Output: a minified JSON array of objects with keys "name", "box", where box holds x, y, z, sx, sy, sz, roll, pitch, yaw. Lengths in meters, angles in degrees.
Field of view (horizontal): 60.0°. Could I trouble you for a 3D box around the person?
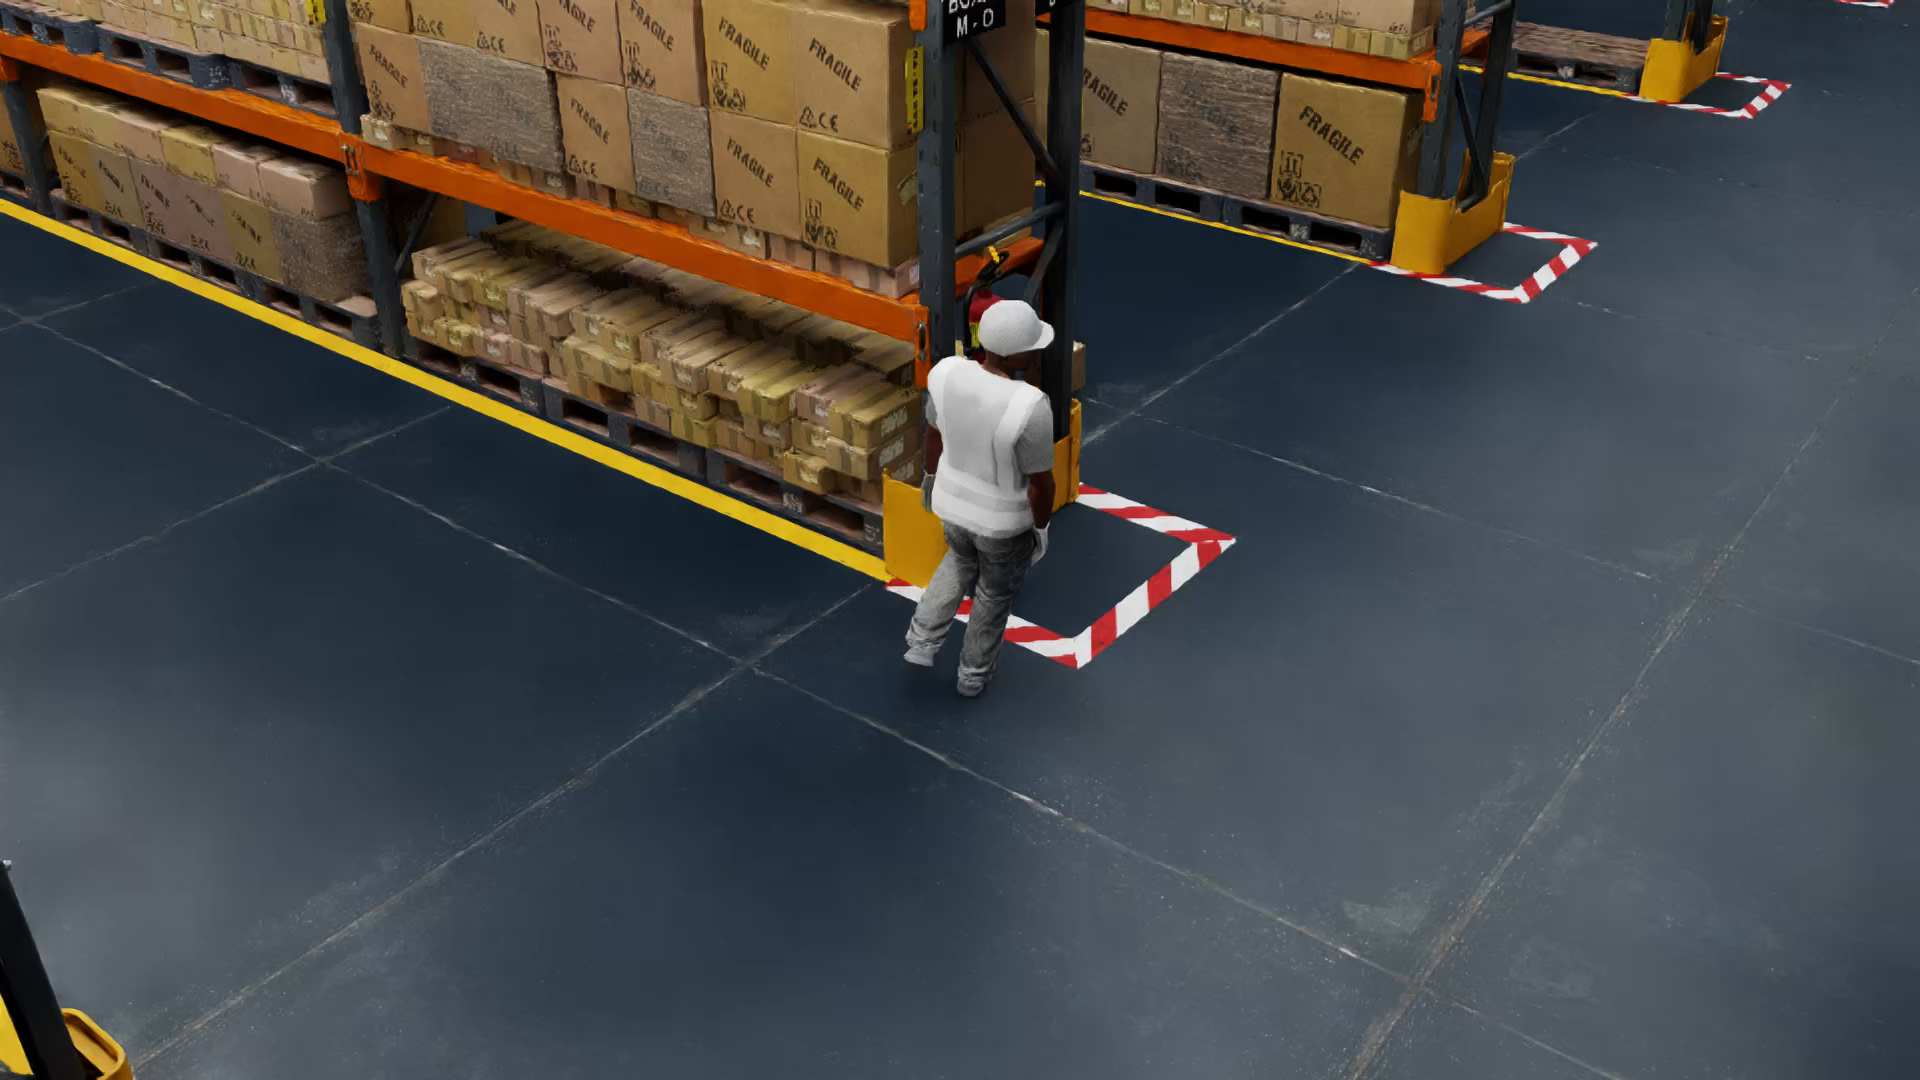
[{"name":"person","box":[0.099,-0.138,6.362,0.690,1.772,0.439,18,35,27]}]
